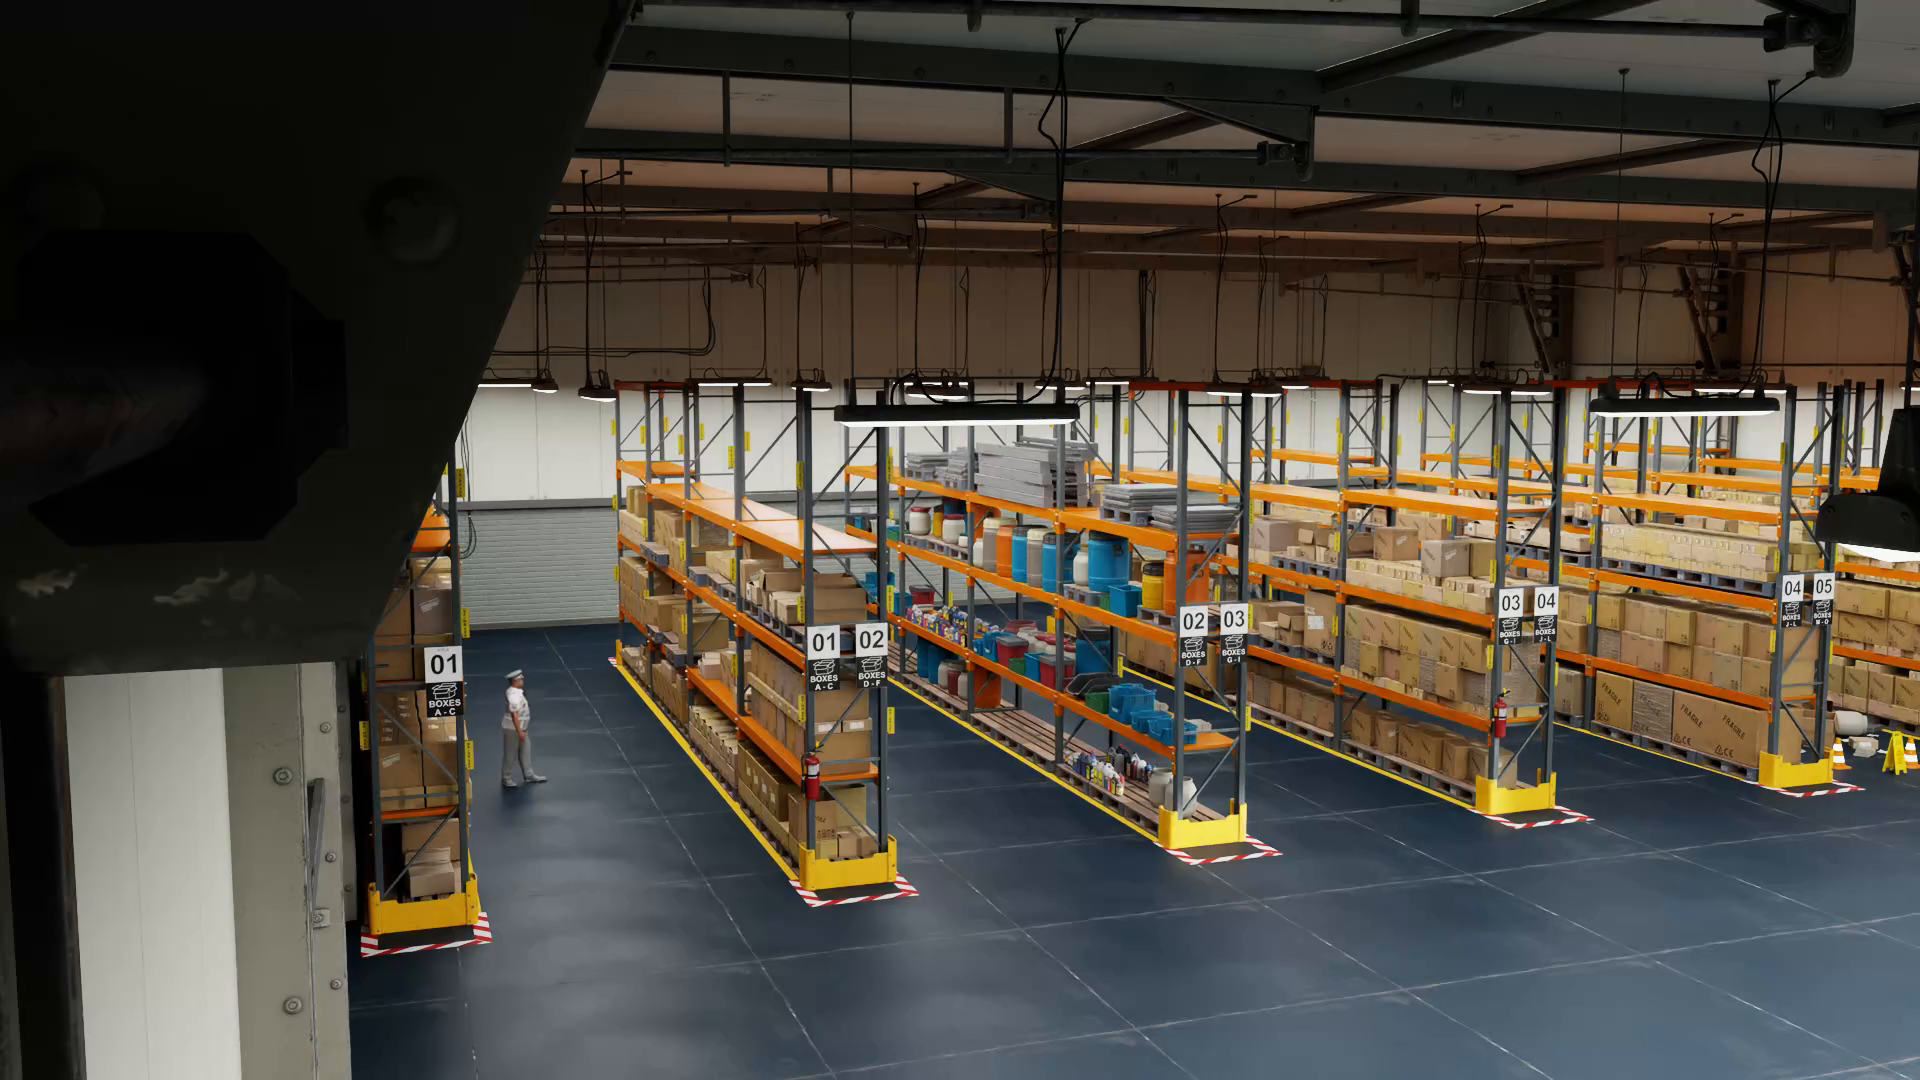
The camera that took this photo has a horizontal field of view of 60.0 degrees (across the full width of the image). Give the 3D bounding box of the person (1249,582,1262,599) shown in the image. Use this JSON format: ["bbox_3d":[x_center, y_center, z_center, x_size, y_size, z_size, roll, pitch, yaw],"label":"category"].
[{"bbox_3d":[7.486,1.048,42.318,0.918,1.631,0.545,-4,7,-32],"label":"person"}]

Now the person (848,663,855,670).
[{"bbox_3d":[-2.011,2.042,32.550,0.397,1.668,0.540,-3,7,-29],"label":"person"}]

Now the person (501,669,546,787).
[{"bbox_3d":[-6.618,2.817,25.000,0.617,1.752,0.598,0,6,2],"label":"person"}]
